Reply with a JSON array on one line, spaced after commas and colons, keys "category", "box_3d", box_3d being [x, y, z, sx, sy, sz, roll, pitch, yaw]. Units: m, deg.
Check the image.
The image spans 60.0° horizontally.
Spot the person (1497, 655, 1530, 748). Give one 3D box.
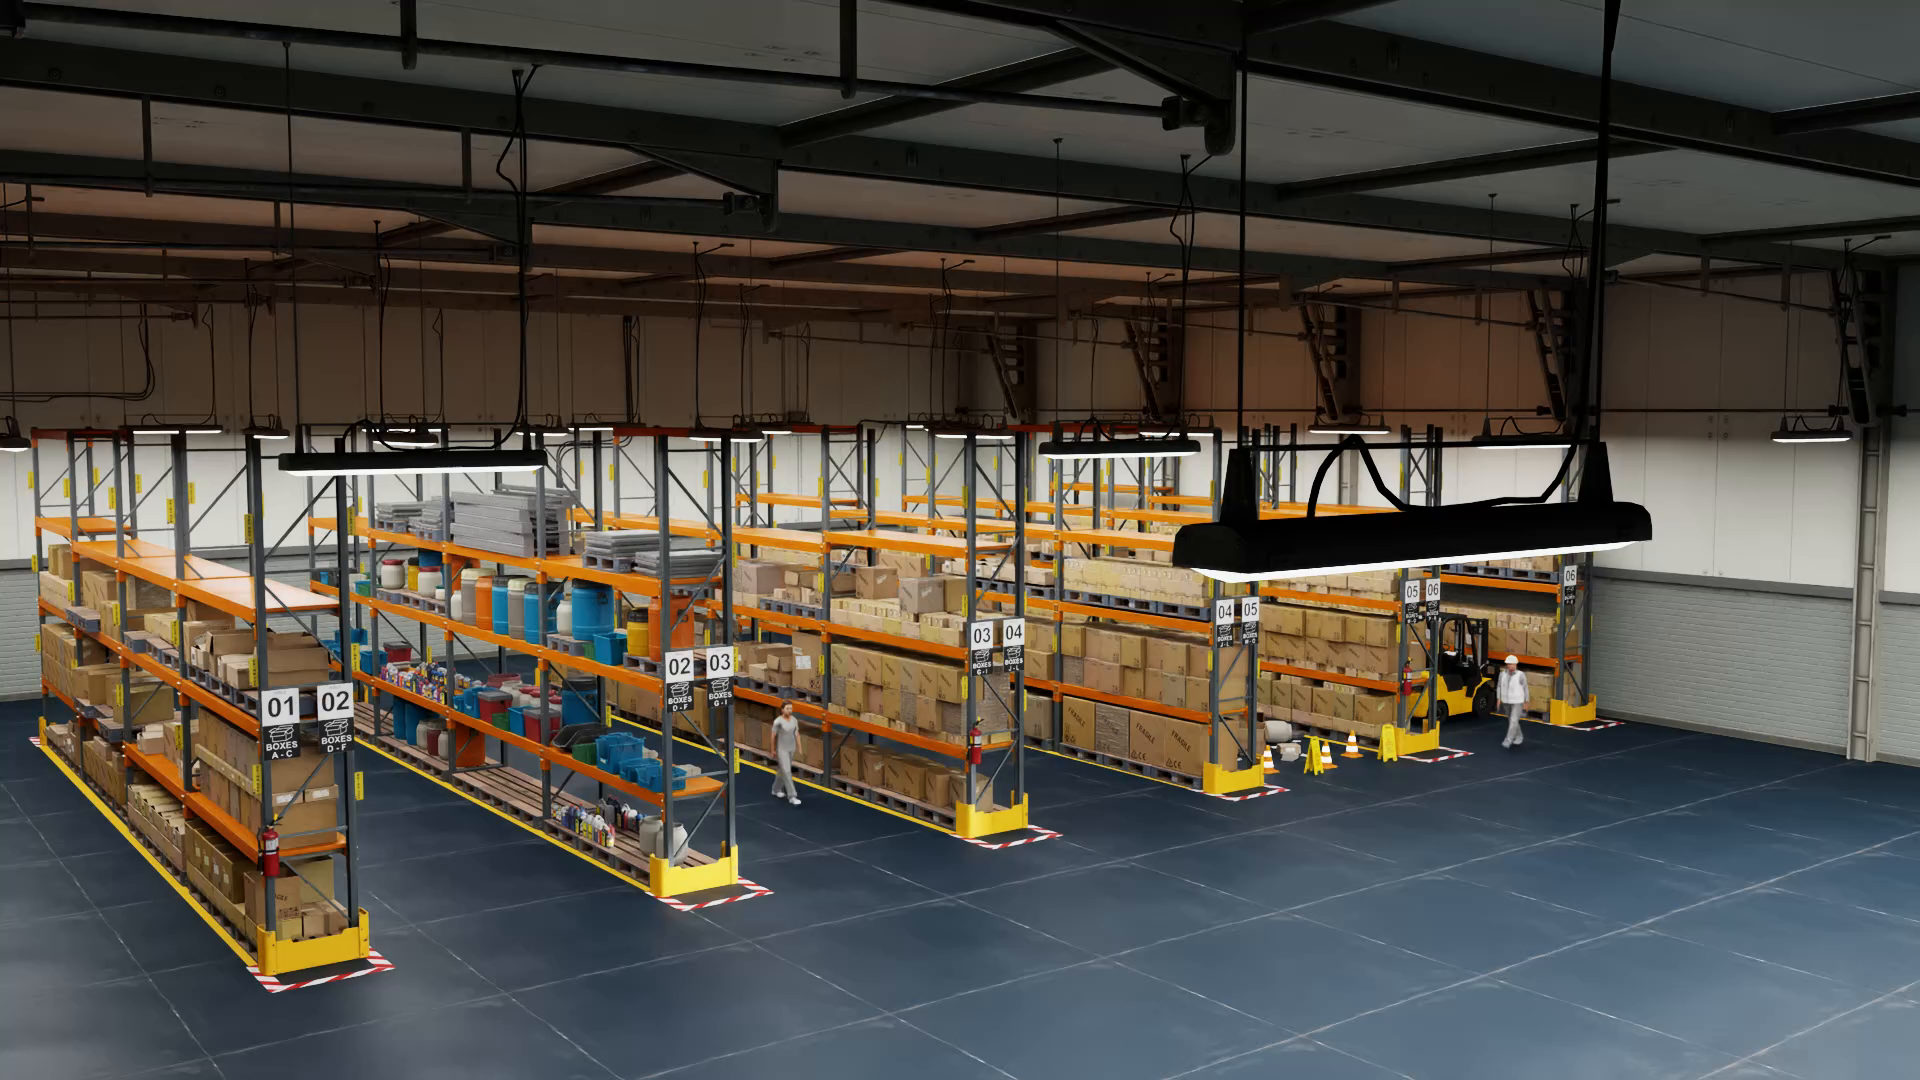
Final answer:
[{"category": "person", "box_3d": [10.271, 3.009, 31.065, 1.033, 1.717, 0.555, -4, 6, -40]}]

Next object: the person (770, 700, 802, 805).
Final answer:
[{"category": "person", "box_3d": [-2.756, 3.391, 26.805, 0.964, 1.623, 0.456, 4, 6, 43]}]
